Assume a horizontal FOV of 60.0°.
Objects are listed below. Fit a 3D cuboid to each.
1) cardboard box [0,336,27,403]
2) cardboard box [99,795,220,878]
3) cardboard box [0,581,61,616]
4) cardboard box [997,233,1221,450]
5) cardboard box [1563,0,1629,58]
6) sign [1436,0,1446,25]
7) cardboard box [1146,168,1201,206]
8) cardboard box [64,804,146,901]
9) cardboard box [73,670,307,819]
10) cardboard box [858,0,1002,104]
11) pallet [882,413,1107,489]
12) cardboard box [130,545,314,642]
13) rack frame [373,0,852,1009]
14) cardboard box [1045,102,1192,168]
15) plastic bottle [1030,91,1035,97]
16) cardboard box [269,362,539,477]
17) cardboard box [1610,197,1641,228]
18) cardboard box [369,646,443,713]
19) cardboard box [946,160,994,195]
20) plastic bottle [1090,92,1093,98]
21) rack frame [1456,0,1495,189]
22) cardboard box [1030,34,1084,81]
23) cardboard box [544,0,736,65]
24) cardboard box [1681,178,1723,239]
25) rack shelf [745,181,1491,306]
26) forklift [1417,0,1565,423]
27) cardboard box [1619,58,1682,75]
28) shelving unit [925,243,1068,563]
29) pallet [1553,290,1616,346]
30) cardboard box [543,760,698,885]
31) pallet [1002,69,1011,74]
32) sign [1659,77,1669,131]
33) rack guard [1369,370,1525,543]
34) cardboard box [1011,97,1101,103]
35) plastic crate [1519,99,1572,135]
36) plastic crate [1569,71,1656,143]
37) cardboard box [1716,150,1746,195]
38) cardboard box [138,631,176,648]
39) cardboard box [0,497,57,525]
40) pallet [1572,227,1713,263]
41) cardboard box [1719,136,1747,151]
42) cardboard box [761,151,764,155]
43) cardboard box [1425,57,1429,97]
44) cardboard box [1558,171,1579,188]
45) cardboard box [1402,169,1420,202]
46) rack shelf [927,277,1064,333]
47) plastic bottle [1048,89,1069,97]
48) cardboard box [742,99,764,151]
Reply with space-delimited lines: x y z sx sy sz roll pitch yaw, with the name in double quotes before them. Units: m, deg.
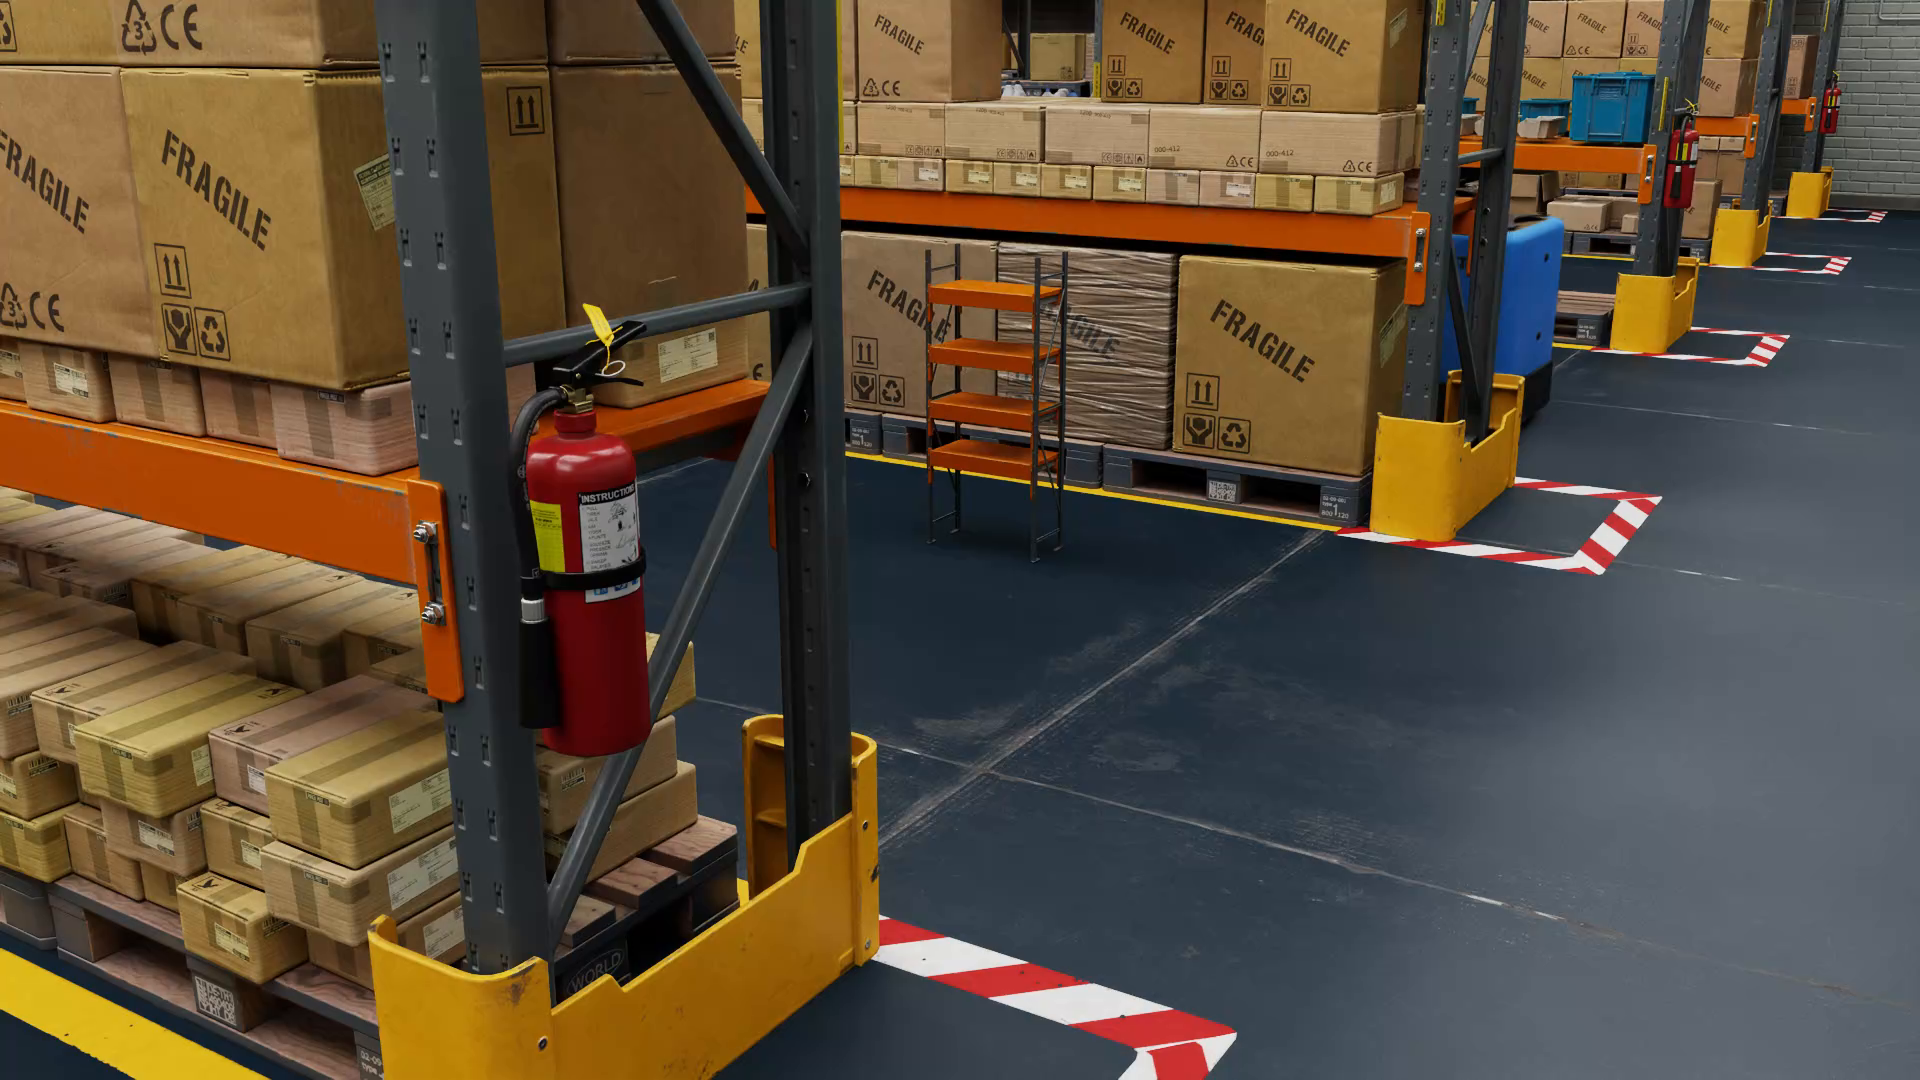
"cardboard box" -1.825 -0.400 3.470 0.250 0.149 0.380 9 19 28
"cardboard box" -1.590 0.554 3.568 0.250 0.149 0.380 9 19 28
"cardboard box" -2.452 0.239 4.093 0.250 0.149 0.380 10 20 30
"cardboard box" 0.772 -0.992 7.920 0.875 0.875 0.875 10 20 30
"cardboard box" 5.924 -4.725 15.383 0.500 0.500 0.500 11 20 32
"sign" 1.839 -2.127 6.323 0.005 0.325 0.100 10 20 30
"cardboard box" 1.010 -1.560 7.289 0.250 0.149 0.380 11 20 31
"cardboard box" -1.774 0.646 3.776 0.250 0.149 0.380 10 20 31
"cardboard box" -1.602 0.421 3.492 0.250 0.149 0.380 10 19 29
"cardboard box" -0.138 -2.339 7.876 0.500 0.500 0.500 9 19 28
"pallet" 0.377 -0.546 8.315 1.213 0.211 1.003 10 20 30
"cardboard box" -1.947 0.140 4.417 0.250 0.149 0.380 10 20 31
"rack frame" -0.547 -0.379 2.968 0.127 3.000 1.000 10 20 30
"cardboard box" 0.717 -1.825 7.475 0.500 0.250 0.500 9 19 28
"plastic bottle" 0.593 -3.375 13.032 0.133 0.283 0.061 10 20 30
"cardboard box" -0.973 -0.238 2.937 0.250 0.149 0.380 10 20 30
"cardboard box" 6.582 -3.169 16.126 0.500 0.250 0.500 10 20 30
"cardboard box" -1.113 0.324 3.814 0.250 0.149 0.380 11 20 31
"cardboard box" 0.134 -1.716 7.802 0.250 0.149 0.380 9 19 28
"plastic bottle" 1.154 -3.543 13.470 0.185 0.351 0.144 10 20 30
"rack frame" 6.503 -5.881 21.080 0.127 3.000 1.000 10 20 30
"cardboard box" 1.101 -5.443 18.743 0.500 0.500 0.700 4 17 12
"cardboard box" -0.790 -1.182 3.206 0.500 0.500 0.500 10 20 30
"cardboard box" 6.730 -3.081 15.407 0.500 0.500 0.500 10 20 30
"rack shelf" 0.431 -1.552 8.067 4.000 0.370 1.077 10 20 30
"forklift" 1.710 -2.210 9.114 3.031 2.935 1.130 10 20 31
"cardboard box" 6.355 -4.171 15.281 0.500 0.500 0.500 10 20 31
"shelving unit" 0.141 -0.549 6.624 0.503 1.200 0.258 10 20 30
"pallet" 4.045 -1.619 11.849 1.213 0.211 1.003 10 20 30
"cardboard box" -0.826 0.625 3.844 0.250 0.149 0.380 11 20 31
"pallet" 0.262 -6.854 24.613 1.213 0.211 1.003 10 20 30
"sign" 4.453 -2.758 10.519 0.005 0.325 0.100 10 20 30
"rack guard" 2.155 -0.392 7.312 0.348 0.500 1.175 10 20 30
"cardboard box" 0.547 -2.035 8.167 0.500 0.250 0.500 10 19 29
"plastic crate" 4.128 -2.986 11.737 0.300 0.233 0.416 10 20 30
"plastic crate" 4.344 -2.869 11.001 0.499 0.435 0.616 10 20 30
"cardboard box" 9.263 -4.359 19.648 0.500 0.500 0.700 10 20 30
"cardboard box" -2.008 0.314 4.357 0.250 0.149 0.380 11 20 33
"cardboard box" -2.881 0.005 4.864 0.250 0.149 0.380 11 20 32
"pallet" 6.578 -2.843 15.878 1.213 0.211 1.003 10 20 30
"cardboard box" 9.058 -4.644 19.470 0.250 0.149 0.380 10 19 29
"cardboard box" -0.972 -1.913 8.450 0.250 0.149 0.380 9 19 28
"cardboard box" 4.644 -4.479 16.294 0.500 0.500 0.500 11 20 31
"cardboard box" 7.513 -4.669 20.670 0.500 0.500 0.700 10 20 30
"cardboard box" 2.005 -1.607 7.445 0.250 0.149 0.380 10 20 31
"rack shelf" 0.141 -0.925 6.510 0.480 0.148 0.258 10 20 30
"plastic bottle" 0.812 -3.588 13.746 0.135 0.276 0.152 10 20 30
"cardboard box" -1.010 -2.135 8.494 0.500 0.250 0.500 10 19 29
